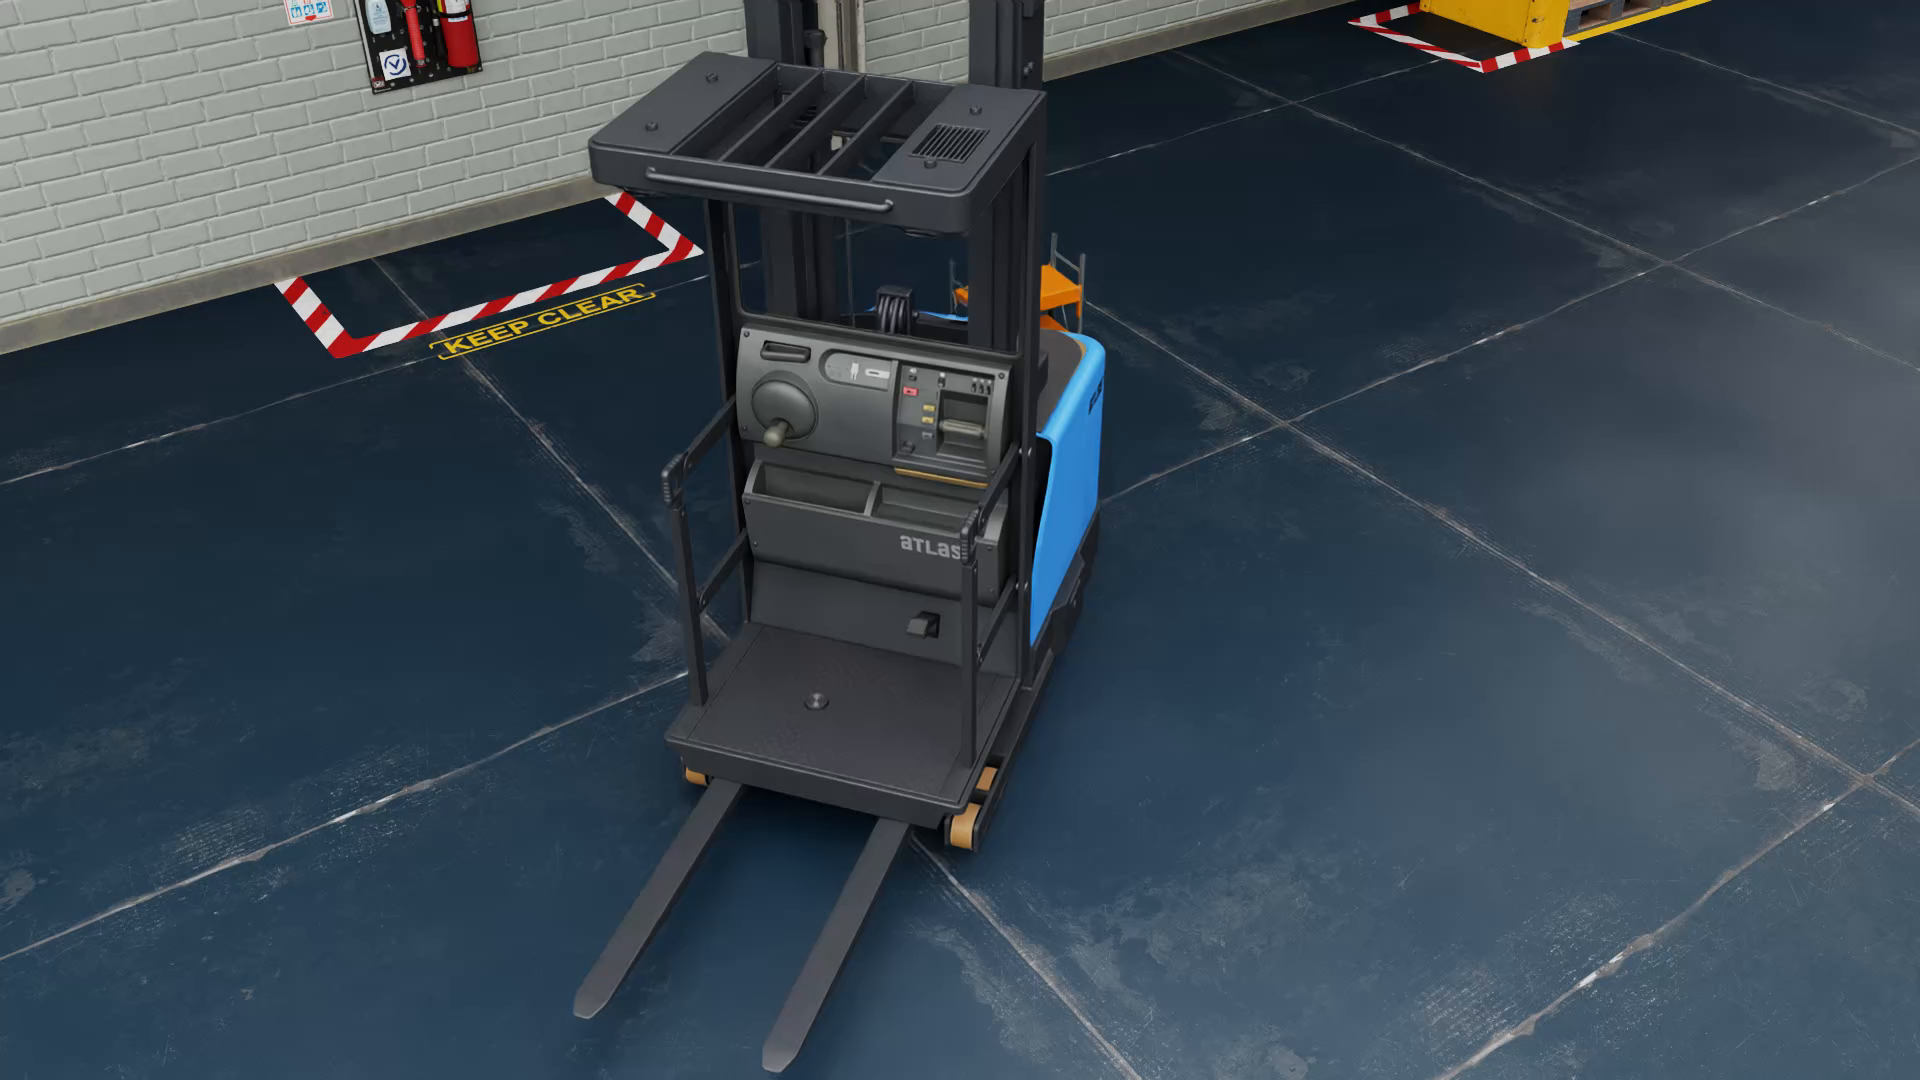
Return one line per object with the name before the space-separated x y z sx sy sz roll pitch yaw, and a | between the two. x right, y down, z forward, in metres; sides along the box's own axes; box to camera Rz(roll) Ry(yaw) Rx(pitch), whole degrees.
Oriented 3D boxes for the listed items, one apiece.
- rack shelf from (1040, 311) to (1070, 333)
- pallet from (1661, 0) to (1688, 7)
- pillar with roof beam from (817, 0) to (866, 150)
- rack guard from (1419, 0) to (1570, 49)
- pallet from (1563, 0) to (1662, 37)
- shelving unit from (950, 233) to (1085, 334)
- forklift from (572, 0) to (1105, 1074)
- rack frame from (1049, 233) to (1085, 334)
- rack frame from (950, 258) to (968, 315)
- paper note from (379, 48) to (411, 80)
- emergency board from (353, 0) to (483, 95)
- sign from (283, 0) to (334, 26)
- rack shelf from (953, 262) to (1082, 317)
rack shelf | 0.237 -0.800 7.067 0.480 0.148 0.258 -18 39 -23
pallet | 5.734 -4.708 13.615 1.213 0.211 1.003 -22 41 -28
pillar with roof beam | 1.641 -4.161 5.329 0.400 9.000 9.100 -22 41 -28
rack guard | 4.054 -4.161 12.607 0.348 0.500 1.175 -22 41 -28
pallet | 4.738 -4.300 13.048 1.213 0.211 1.003 -22 41 -28
shelving unit | 0.237 -0.673 7.158 0.503 1.200 0.258 -18 39 -23
forklift | -0.359 -0.386 5.276 1.130 2.935 3.031 11 37 15
rack frame | 0.450 -0.743 7.255 0.015 1.200 0.240 -18 39 -23
rack frame | 0.024 -0.604 7.062 0.015 1.200 0.240 -18 39 -23
paper note | -3.065 -2.583 9.027 0.142 0.148 0.016 -22 41 -28
emergency board | -2.881 -2.967 8.807 0.643 1.169 0.194 -22 41 -28
sign | -3.392 -2.845 8.606 0.234 0.329 0.001 -22 41 -28
rack shelf | 0.237 -0.992 6.929 0.480 0.148 0.258 -18 39 -23
